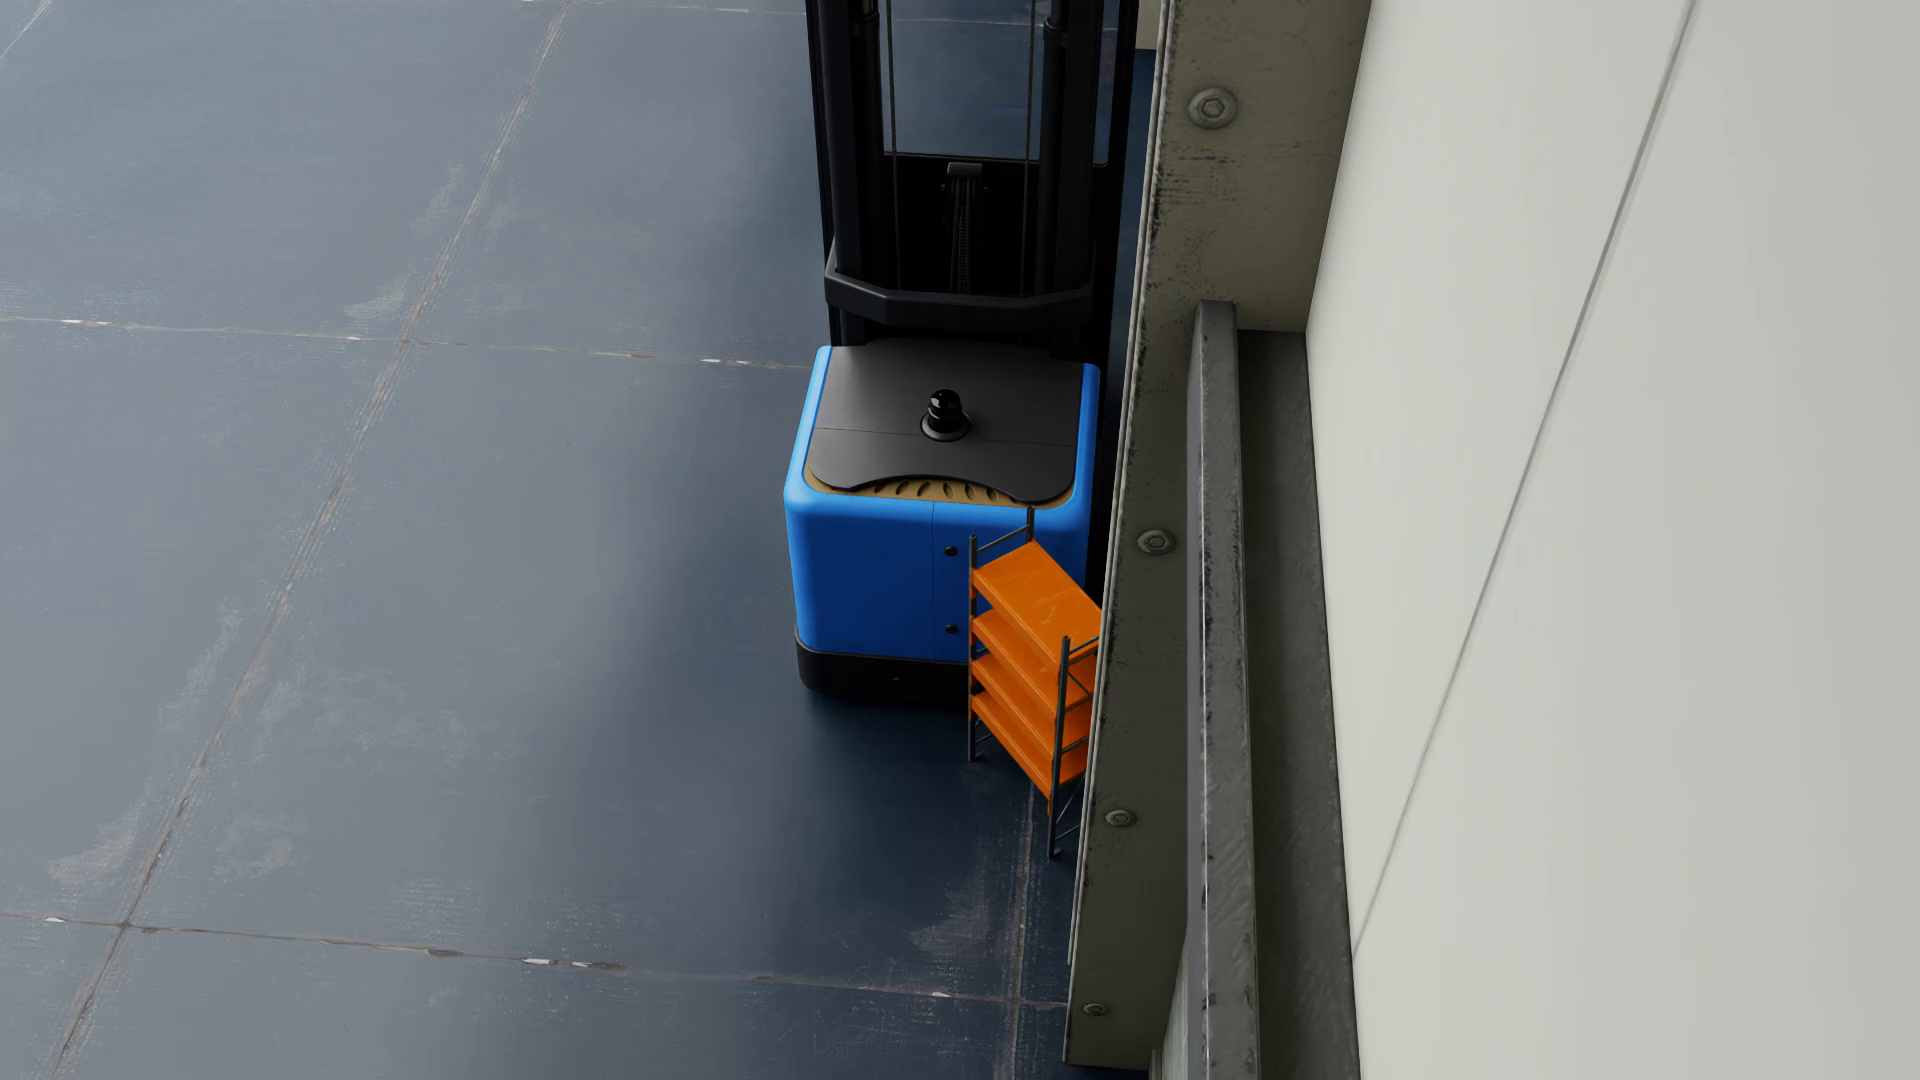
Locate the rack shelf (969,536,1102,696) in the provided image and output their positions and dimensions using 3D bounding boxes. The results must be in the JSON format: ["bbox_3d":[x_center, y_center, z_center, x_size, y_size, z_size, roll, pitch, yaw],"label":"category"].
[{"bbox_3d":[0.268,0.232,5.218,0.258,0.148,0.480,-26,53,-22],"label":"rack shelf"}]

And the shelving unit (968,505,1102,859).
[{"bbox_3d":[0.268,0.497,5.508,0.258,1.200,0.503,-26,53,-22],"label":"shelving unit"}]

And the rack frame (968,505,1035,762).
[{"bbox_3d":[0.132,0.348,5.645,0.240,1.200,0.015,-26,53,-22],"label":"rack frame"}]

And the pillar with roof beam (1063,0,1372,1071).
[{"bbox_3d":[-3.790,-1.807,2.330,9.100,9.000,0.400,4,48,4],"label":"pillar with roof beam"}]

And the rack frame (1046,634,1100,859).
[{"bbox_3d":[0.404,0.647,5.371,0.240,1.200,0.015,-26,53,-22],"label":"rack frame"}]

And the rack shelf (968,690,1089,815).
[{"bbox_3d":[0.268,0.677,5.704,0.258,0.148,0.480,-26,53,-22],"label":"rack shelf"}]

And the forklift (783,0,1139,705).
[{"bbox_3d":[0.064,-1.452,6.117,1.130,2.935,3.031,4,48,4],"label":"forklift"}]

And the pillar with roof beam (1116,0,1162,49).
[{"bbox_3d":[-3.243,-6.216,6.363,9.100,9.000,0.400,4,48,4],"label":"pillar with roof beam"}]

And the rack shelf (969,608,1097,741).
[{"bbox_3d":[0.268,0.392,5.393,0.258,0.148,0.480,-26,53,-22],"label":"rack shelf"}]

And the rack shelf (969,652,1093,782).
[{"bbox_3d":[0.268,0.543,5.558,0.258,0.148,0.480,-26,53,-22],"label":"rack shelf"}]
